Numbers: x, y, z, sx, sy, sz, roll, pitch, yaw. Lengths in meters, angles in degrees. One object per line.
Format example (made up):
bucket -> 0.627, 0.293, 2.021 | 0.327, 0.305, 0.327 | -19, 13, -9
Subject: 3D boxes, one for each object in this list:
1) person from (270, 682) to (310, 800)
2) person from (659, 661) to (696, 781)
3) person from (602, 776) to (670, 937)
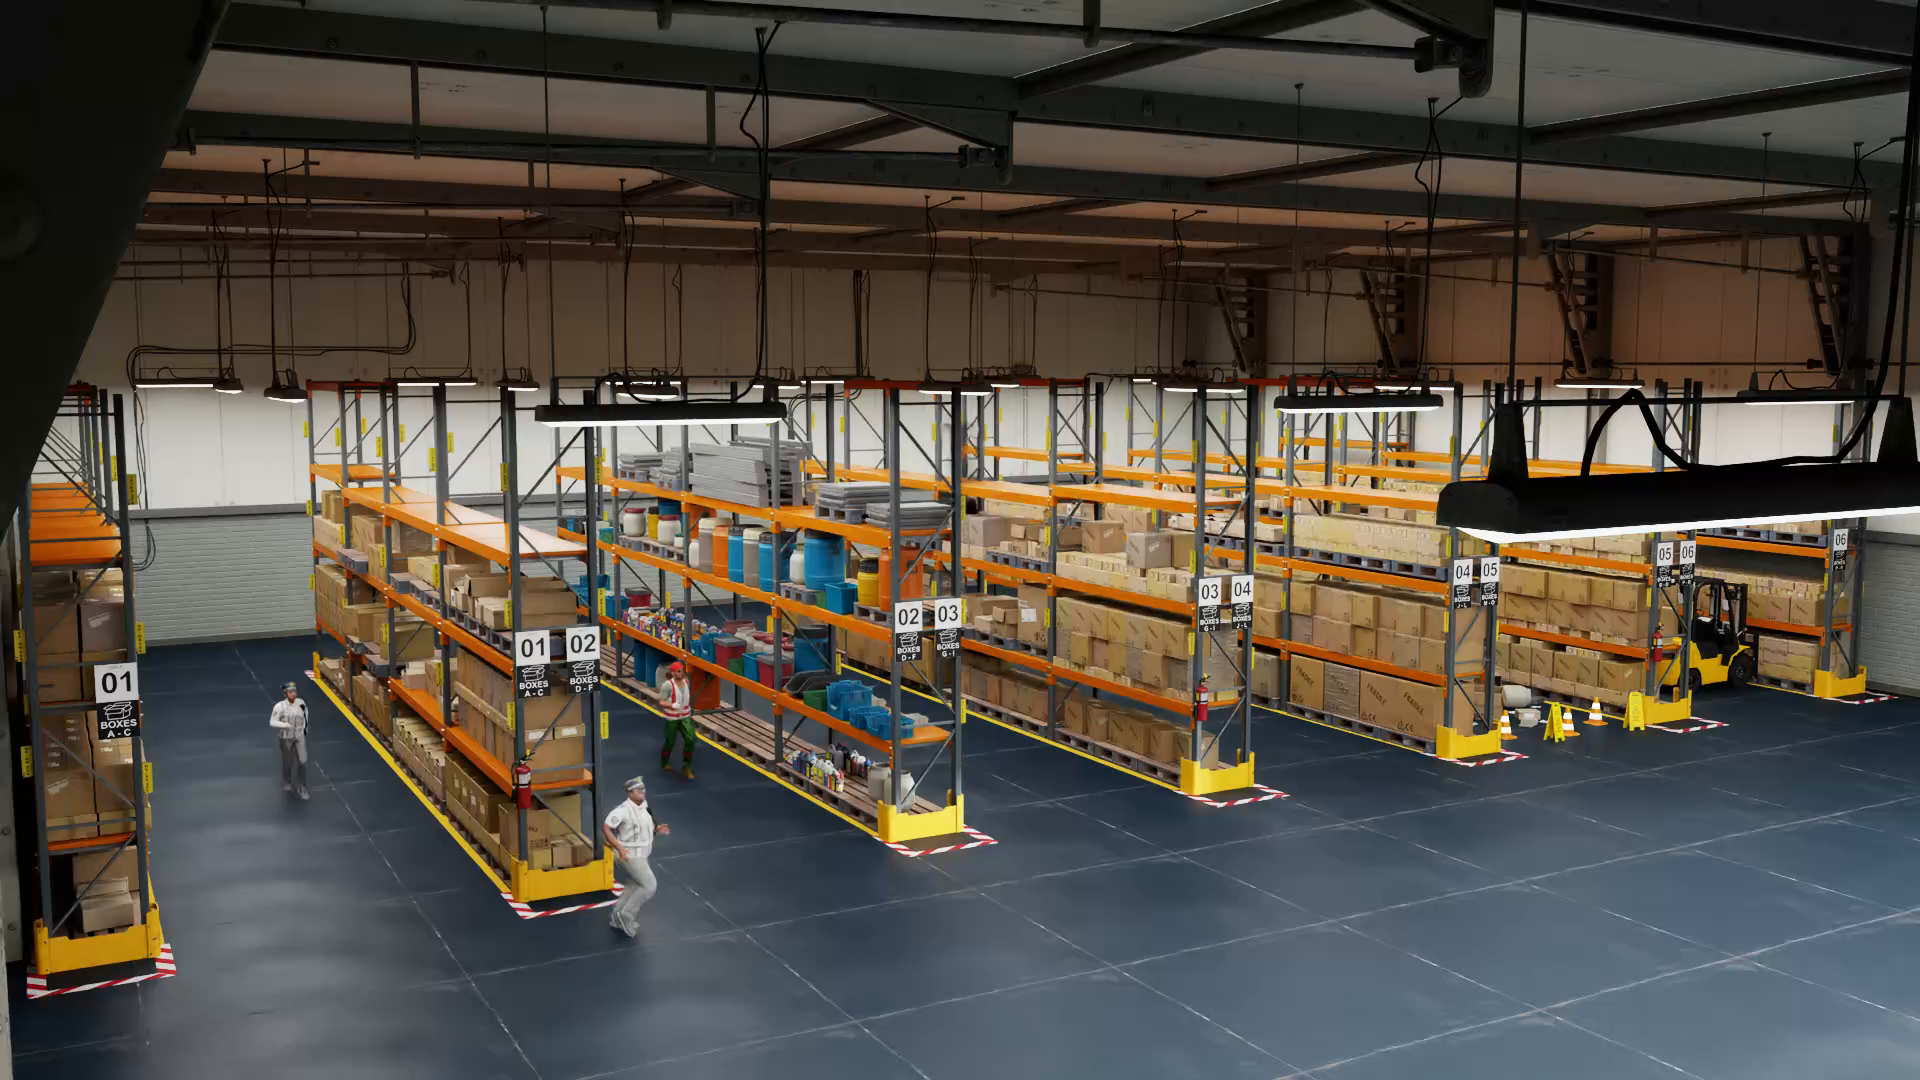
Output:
person -> -9.766, 2.921, 24.280 | 0.593, 1.749, 0.753 | -4, 7, -35
person -> -4.330, 2.750, 25.383 | 0.589, 1.831, 0.835 | -4, 7, -34
person -> -3.568, 3.502, 18.496 | 0.672, 1.795, 0.634 | 1, 6, 11
